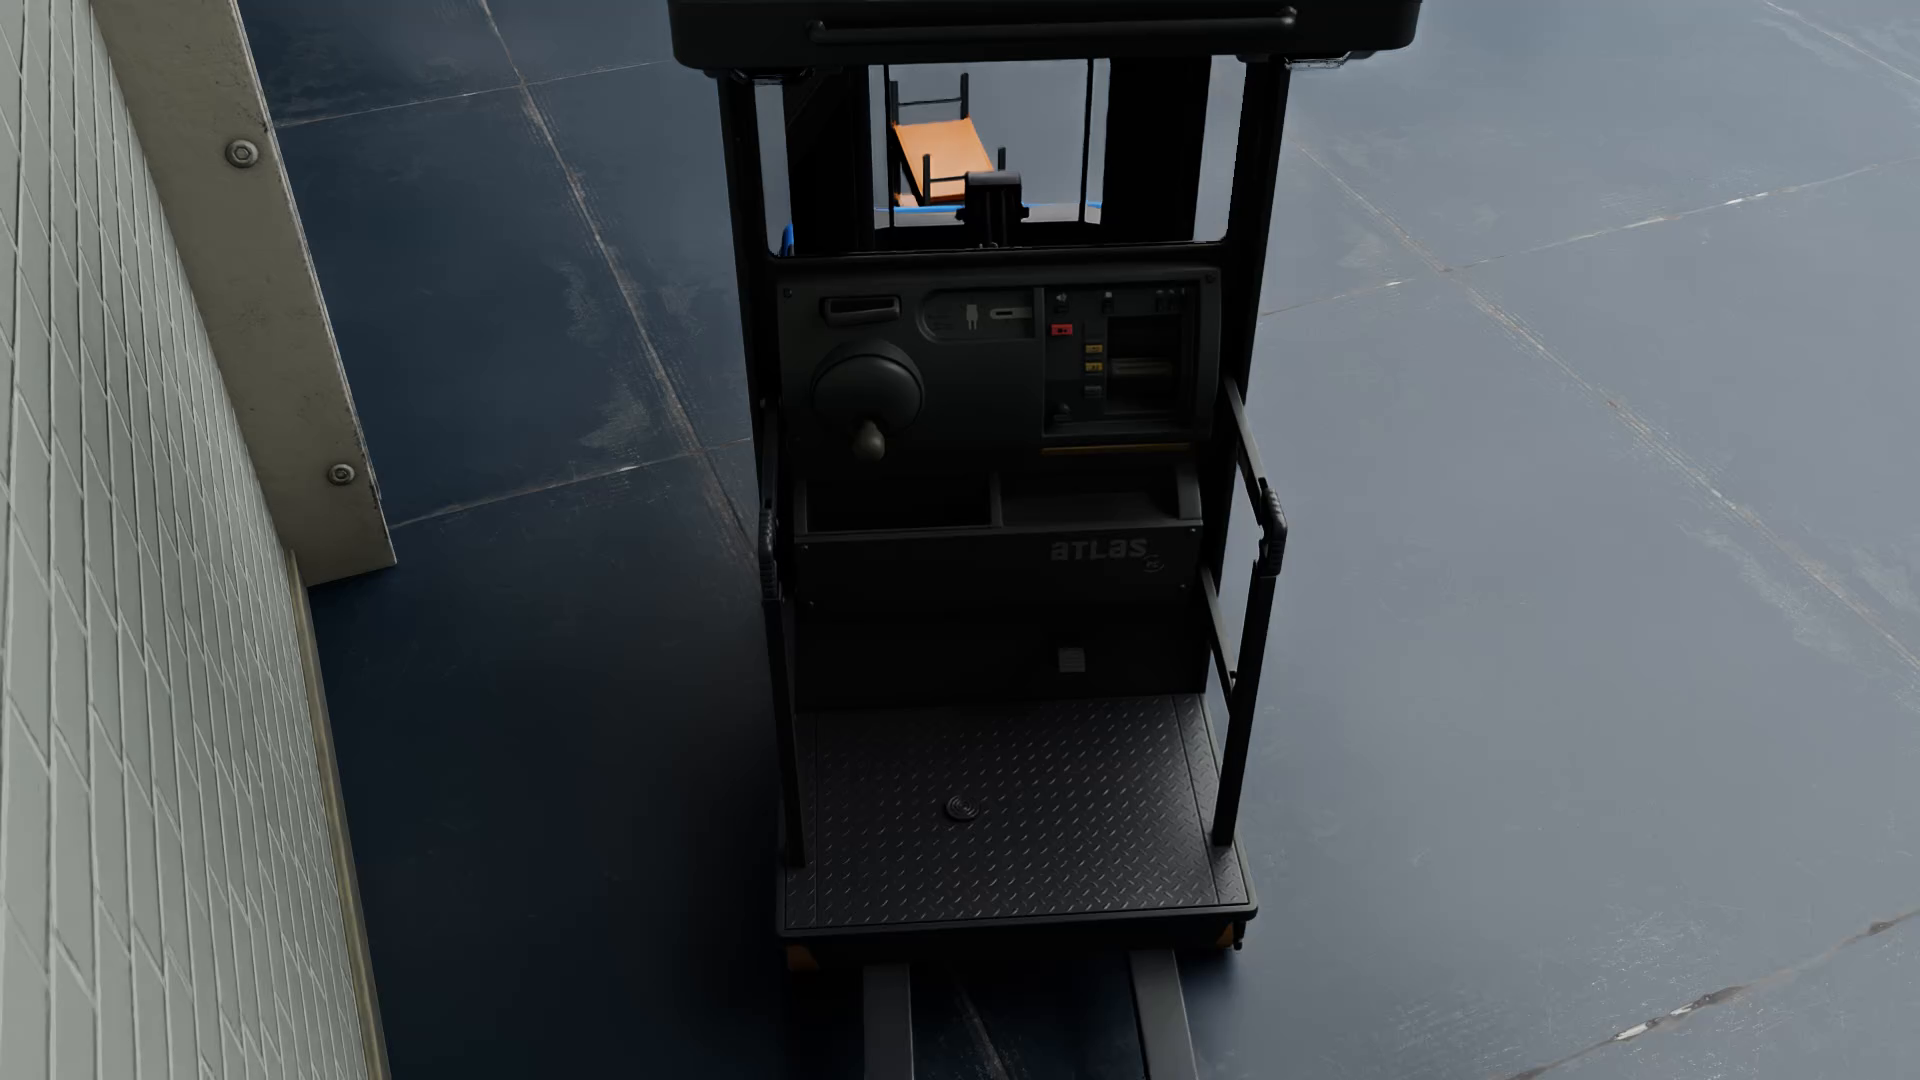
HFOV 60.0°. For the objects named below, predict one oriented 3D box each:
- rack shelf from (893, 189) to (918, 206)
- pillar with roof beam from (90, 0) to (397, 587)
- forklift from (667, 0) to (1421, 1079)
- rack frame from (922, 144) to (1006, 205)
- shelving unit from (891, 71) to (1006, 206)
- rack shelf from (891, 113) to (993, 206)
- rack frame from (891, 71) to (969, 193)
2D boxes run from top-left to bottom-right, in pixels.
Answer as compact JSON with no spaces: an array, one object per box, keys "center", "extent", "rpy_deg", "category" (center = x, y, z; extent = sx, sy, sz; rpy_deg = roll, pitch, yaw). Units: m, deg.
[{"center":[-0.040,-0.920,5.159],"extent":[0.258,0.148,0.480],"rpy_deg":[-8,41,-9],"category":"rack shelf"},{"center":[2.011,-4.492,3.572],"extent":[9.100,9.000,0.400],"rpy_deg":[-15,43,-17],"category":"pillar with roof beam"},{"center":[0.102,-0.295,3.345],"extent":[1.130,2.935,3.031],"rpy_deg":[-2,41,-3],"category":"forklift"},{"center":[0.011,-0.646,5.081],"extent":[0.240,1.200,0.015],"rpy_deg":[-8,41,-9],"category":"rack frame"},{"center":[-0.040,-0.801,5.261],"extent":[0.258,1.200,0.503],"rpy_deg":[-8,41,-9],"category":"shelving unit"},{"center":[-0.040,-1.099,5.005],"extent":[0.258,0.148,0.480],"rpy_deg":[-8,41,-9],"category":"rack shelf"},{"center":[-0.092,-0.957,5.442],"extent":[0.240,1.200,0.015],"rpy_deg":[-8,41,-9],"category":"rack frame"}]
